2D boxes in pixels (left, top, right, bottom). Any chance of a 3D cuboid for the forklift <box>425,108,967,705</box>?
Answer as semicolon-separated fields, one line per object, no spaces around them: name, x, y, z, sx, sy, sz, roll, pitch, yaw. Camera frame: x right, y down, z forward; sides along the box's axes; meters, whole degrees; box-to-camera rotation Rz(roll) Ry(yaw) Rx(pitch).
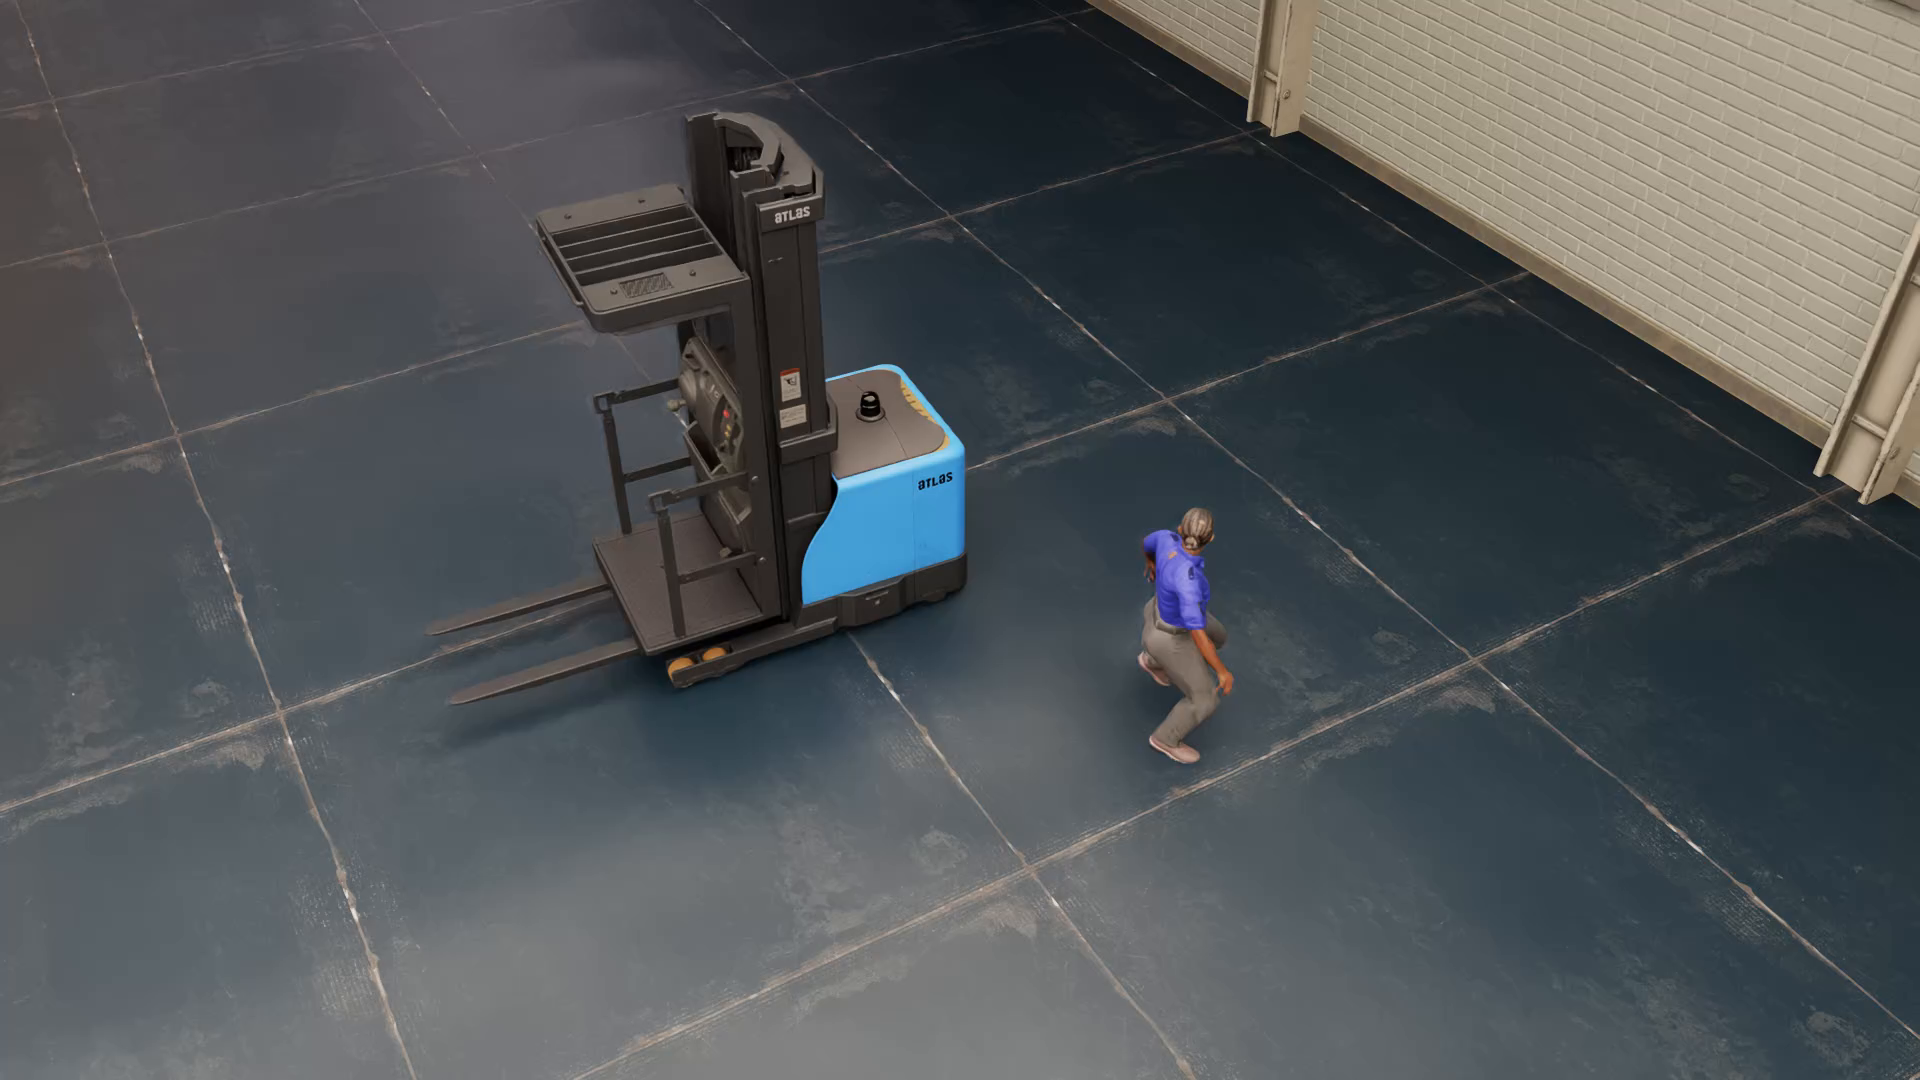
forklift;-1.514;-0.688;8.865;3.031;2.935;1.130;-17;43;-20

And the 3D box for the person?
person;1.171;0.430;8.629;0.509;1.553;0.799;3;40;4
